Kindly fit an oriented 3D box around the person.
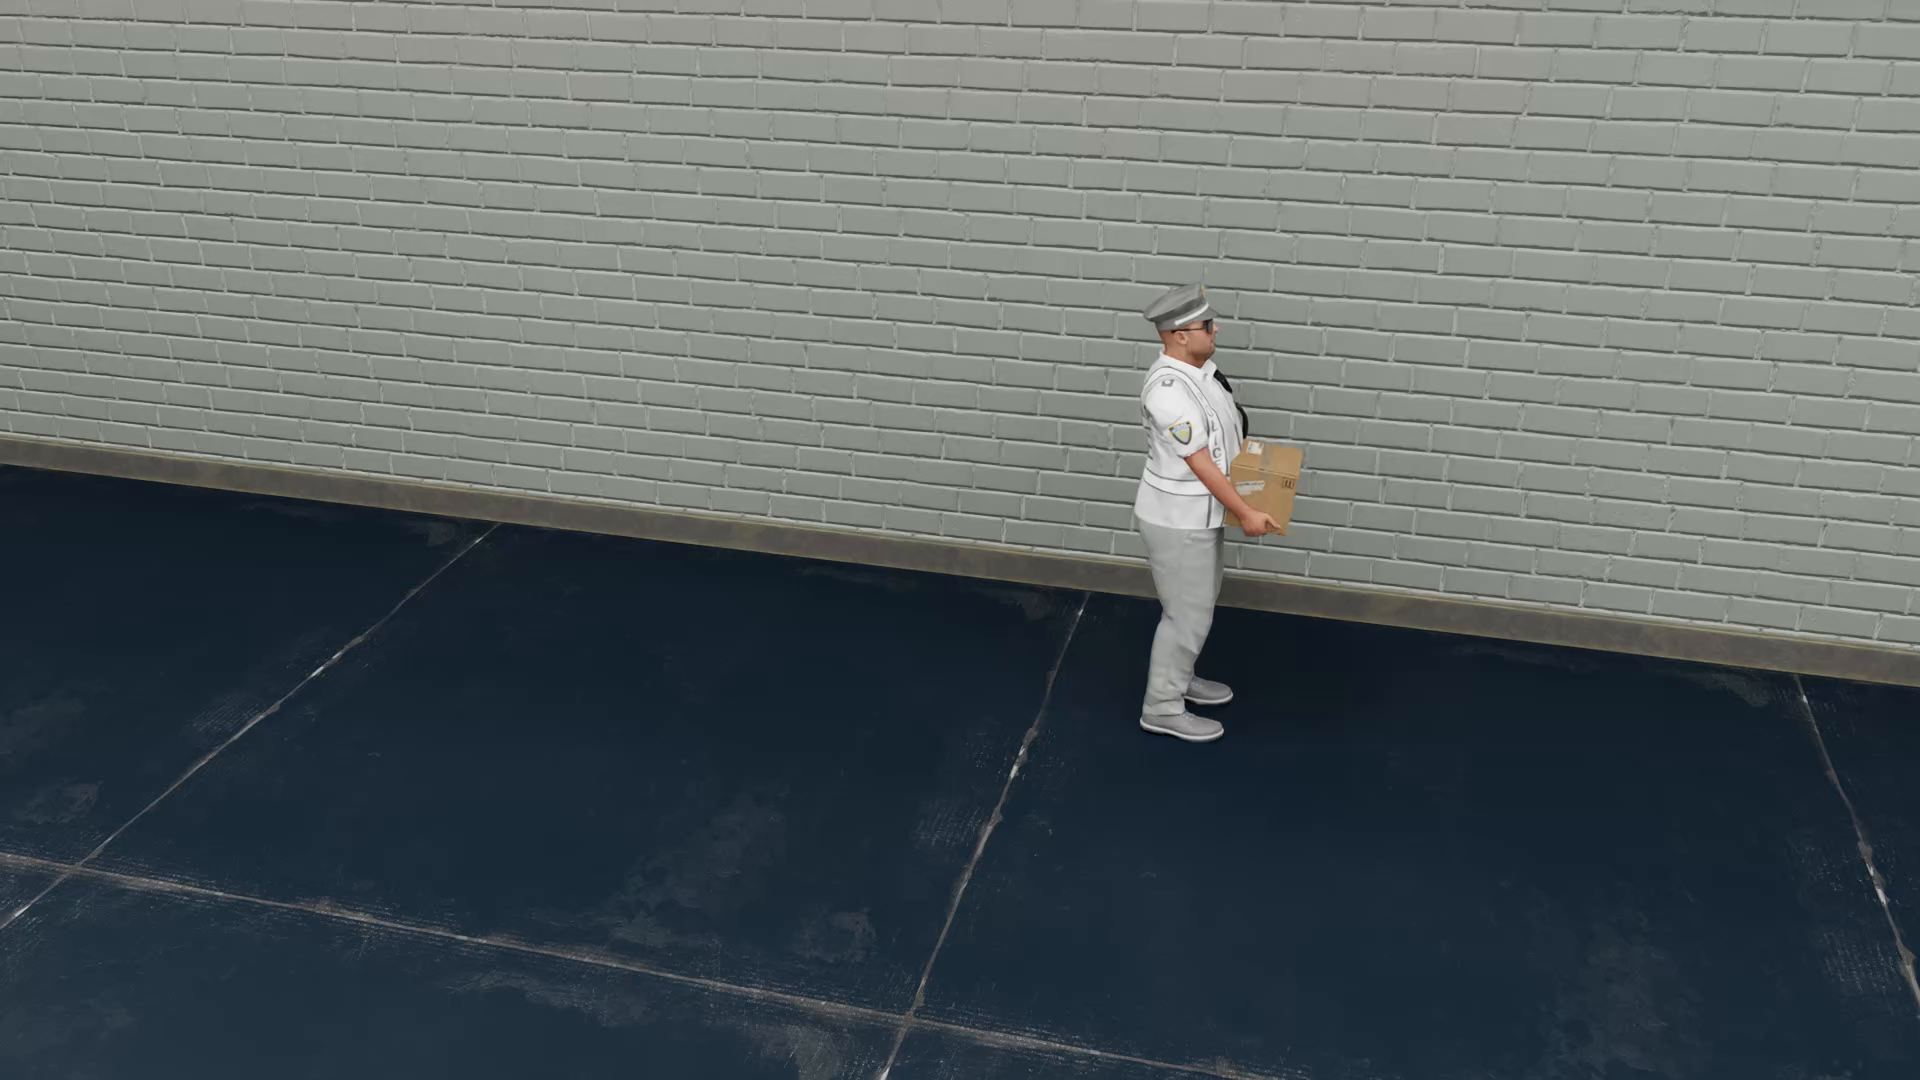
[{"bbox_3d":[0.941,-0.108,6.307,0.566,1.768,0.493,6,26,13],"label":"person"}]
